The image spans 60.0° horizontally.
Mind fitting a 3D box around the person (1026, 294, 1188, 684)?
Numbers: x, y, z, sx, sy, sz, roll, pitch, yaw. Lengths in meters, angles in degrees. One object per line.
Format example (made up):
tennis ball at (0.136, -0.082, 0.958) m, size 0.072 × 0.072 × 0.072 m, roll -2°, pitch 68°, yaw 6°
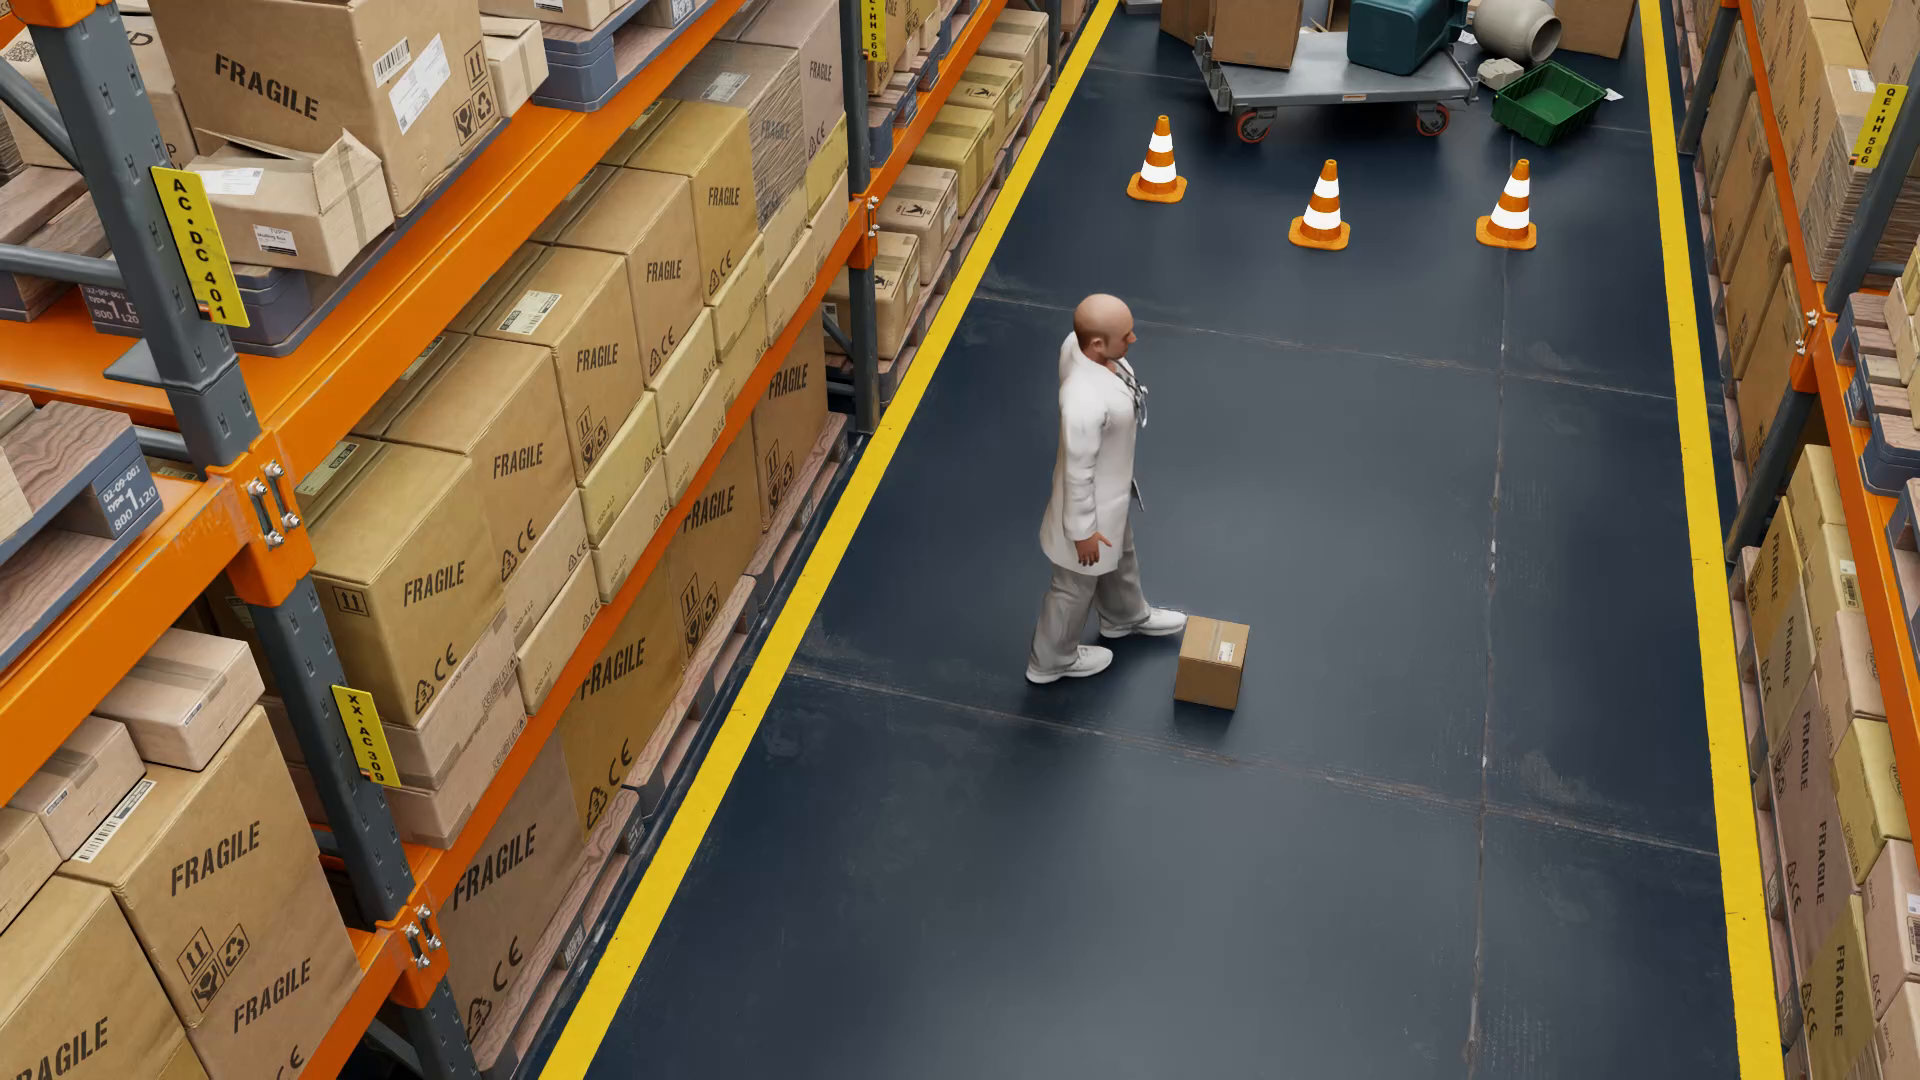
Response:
person at (0.614, -0.184, 6.375) m, size 0.674 × 1.777 × 0.614 m, roll 2°, pitch 41°, yaw 2°
